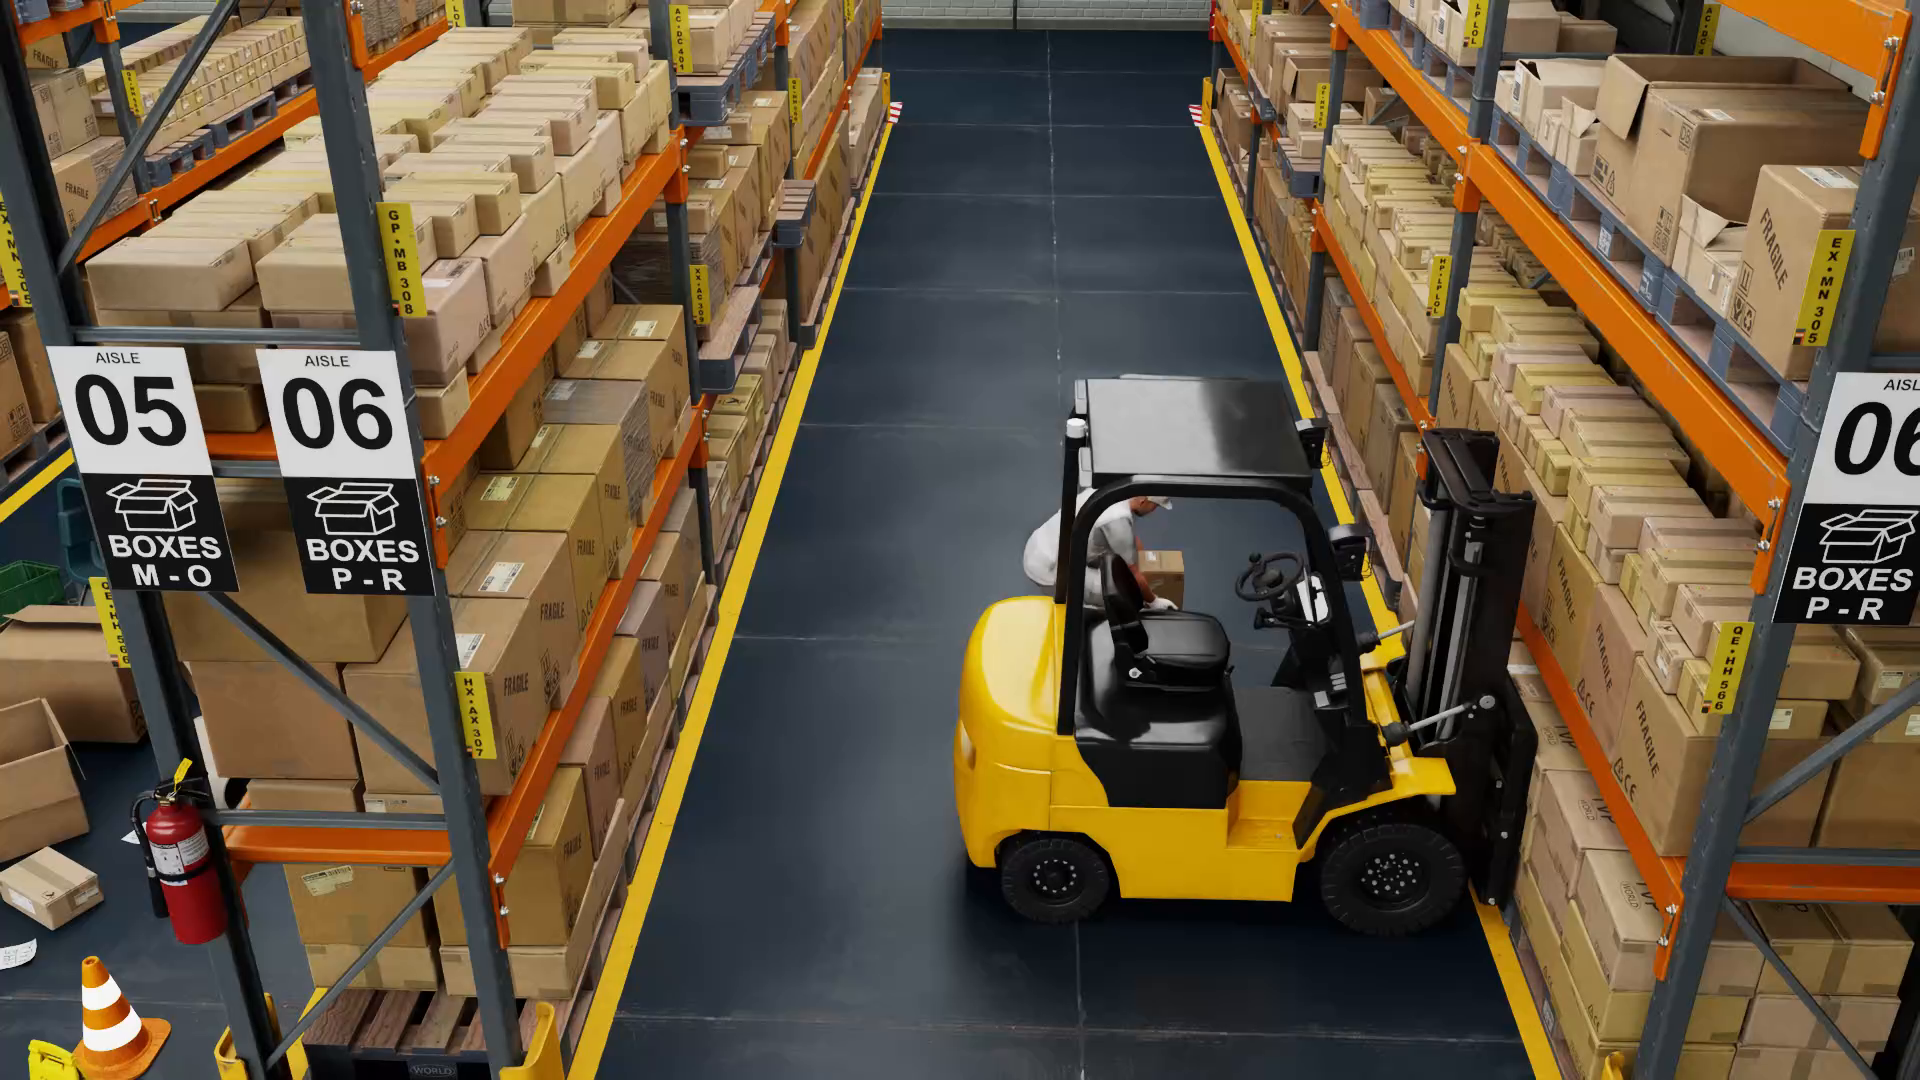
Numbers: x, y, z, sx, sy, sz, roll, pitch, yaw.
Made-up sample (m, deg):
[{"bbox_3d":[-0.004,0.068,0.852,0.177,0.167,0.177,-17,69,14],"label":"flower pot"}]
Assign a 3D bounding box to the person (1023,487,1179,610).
[{"bbox_3d":[0.793,0.069,9.329,0.875,0.991,0.569,1,28,2],"label":"person"}]
